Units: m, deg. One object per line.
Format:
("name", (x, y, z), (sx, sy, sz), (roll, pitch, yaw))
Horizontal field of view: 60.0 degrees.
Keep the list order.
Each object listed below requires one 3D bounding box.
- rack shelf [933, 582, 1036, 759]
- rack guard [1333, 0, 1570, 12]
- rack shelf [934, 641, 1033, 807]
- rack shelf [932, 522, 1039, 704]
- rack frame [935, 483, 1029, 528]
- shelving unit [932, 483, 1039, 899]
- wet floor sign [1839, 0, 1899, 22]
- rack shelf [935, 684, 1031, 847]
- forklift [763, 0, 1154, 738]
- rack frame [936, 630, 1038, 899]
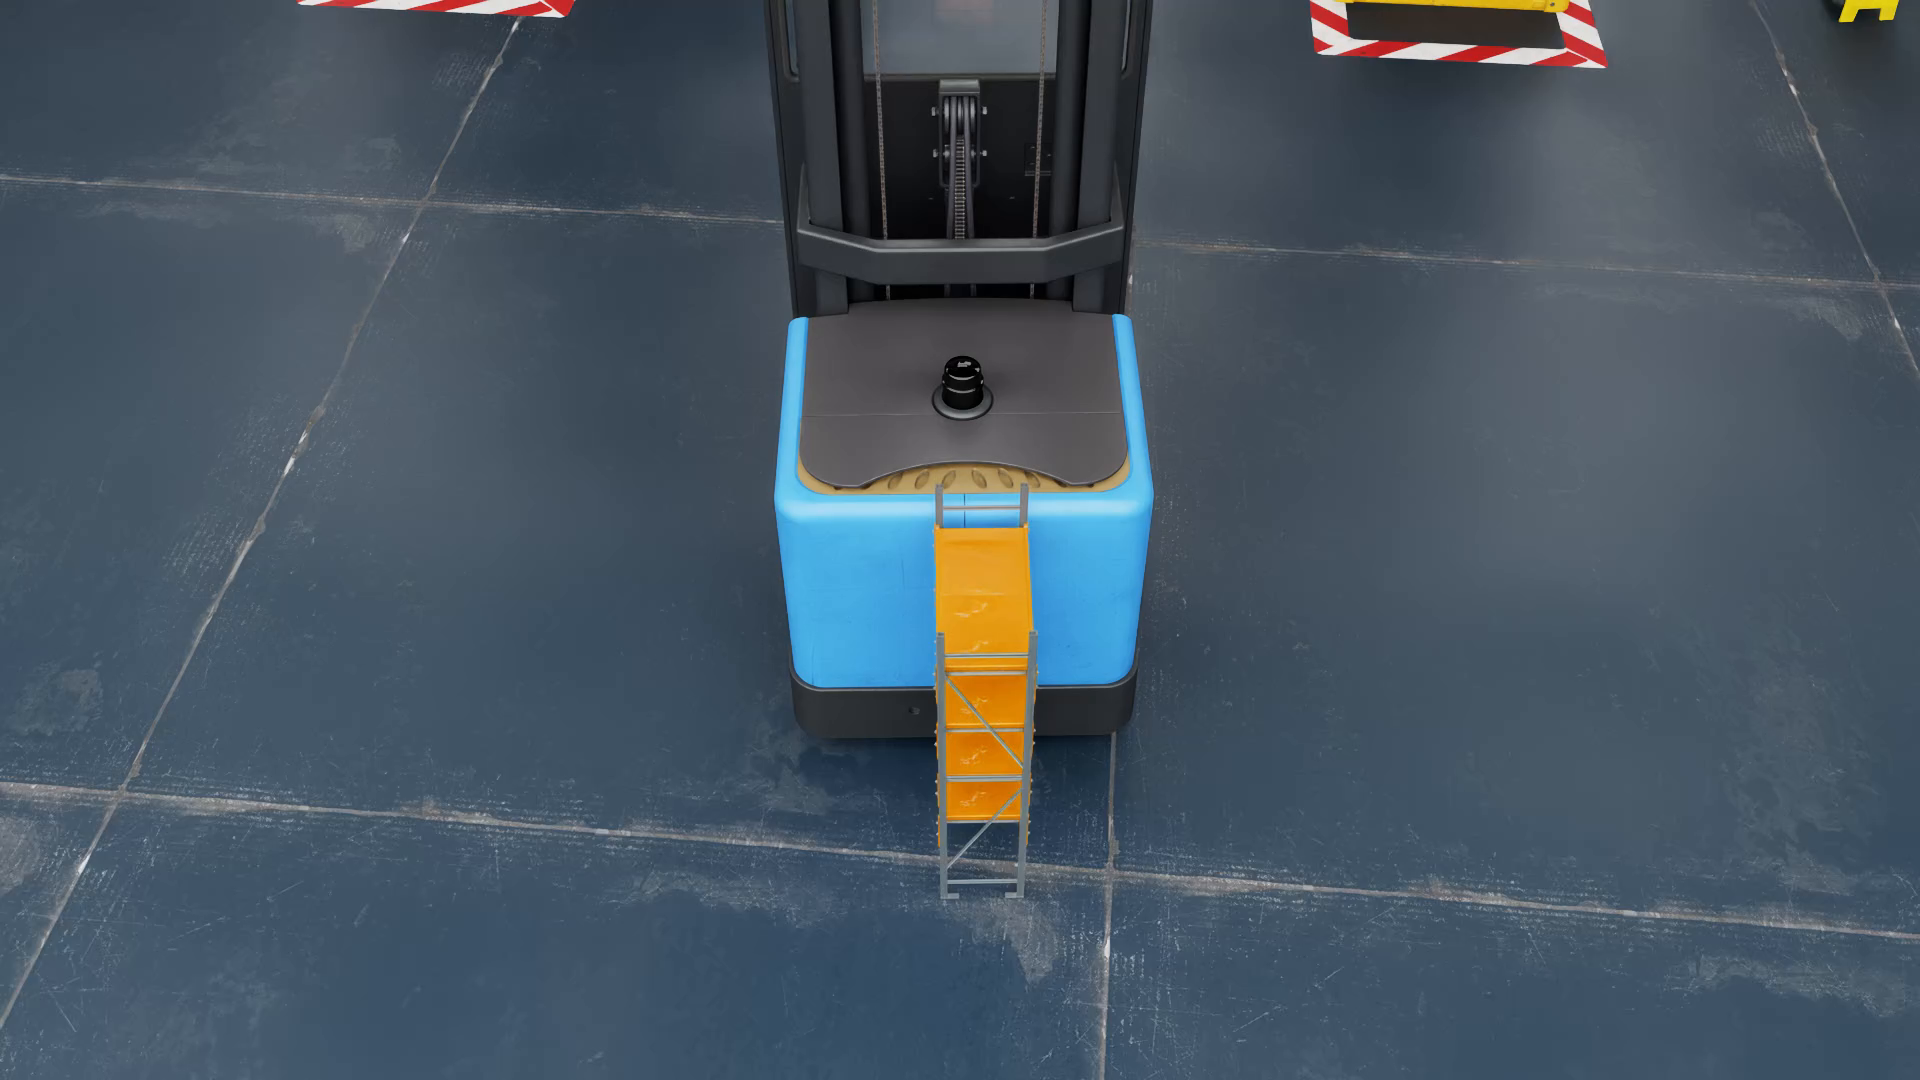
("rack shelf", (0.060, 0.340, 4.414), (0.258, 0.148, 0.480), (-1, 48, -1))
("rack guard", (2.404, -2.900, 8.064), (1.175, 0.500, 0.348), (4, 48, 4))
("rack shelf", (0.060, 0.491, 4.579), (0.258, 0.148, 0.480), (-1, 48, -1))
("rack shelf", (0.060, 0.180, 4.240), (0.258, 0.148, 0.480), (-1, 48, -1))
("rack frame", (0.056, 0.265, 4.694), (0.240, 1.200, 0.015), (-1, 48, -1))
("shelving unit", (0.060, 0.445, 4.530), (0.258, 1.200, 0.503), (-1, 48, -1))
("wet floor sign", (4.375, -2.812, 7.885), (0.267, 0.644, 0.232), (-4, 48, -3))
("rack shelf", (0.060, 0.625, 4.726), (0.258, 0.148, 0.480), (-1, 48, -1))
("forklift", (-0.009, -1.454, 5.094), (1.130, 2.935, 3.031), (-1, 48, -1))
("rack frame", (0.064, 0.625, 4.365), (0.240, 1.200, 0.015), (-1, 48, -1))
